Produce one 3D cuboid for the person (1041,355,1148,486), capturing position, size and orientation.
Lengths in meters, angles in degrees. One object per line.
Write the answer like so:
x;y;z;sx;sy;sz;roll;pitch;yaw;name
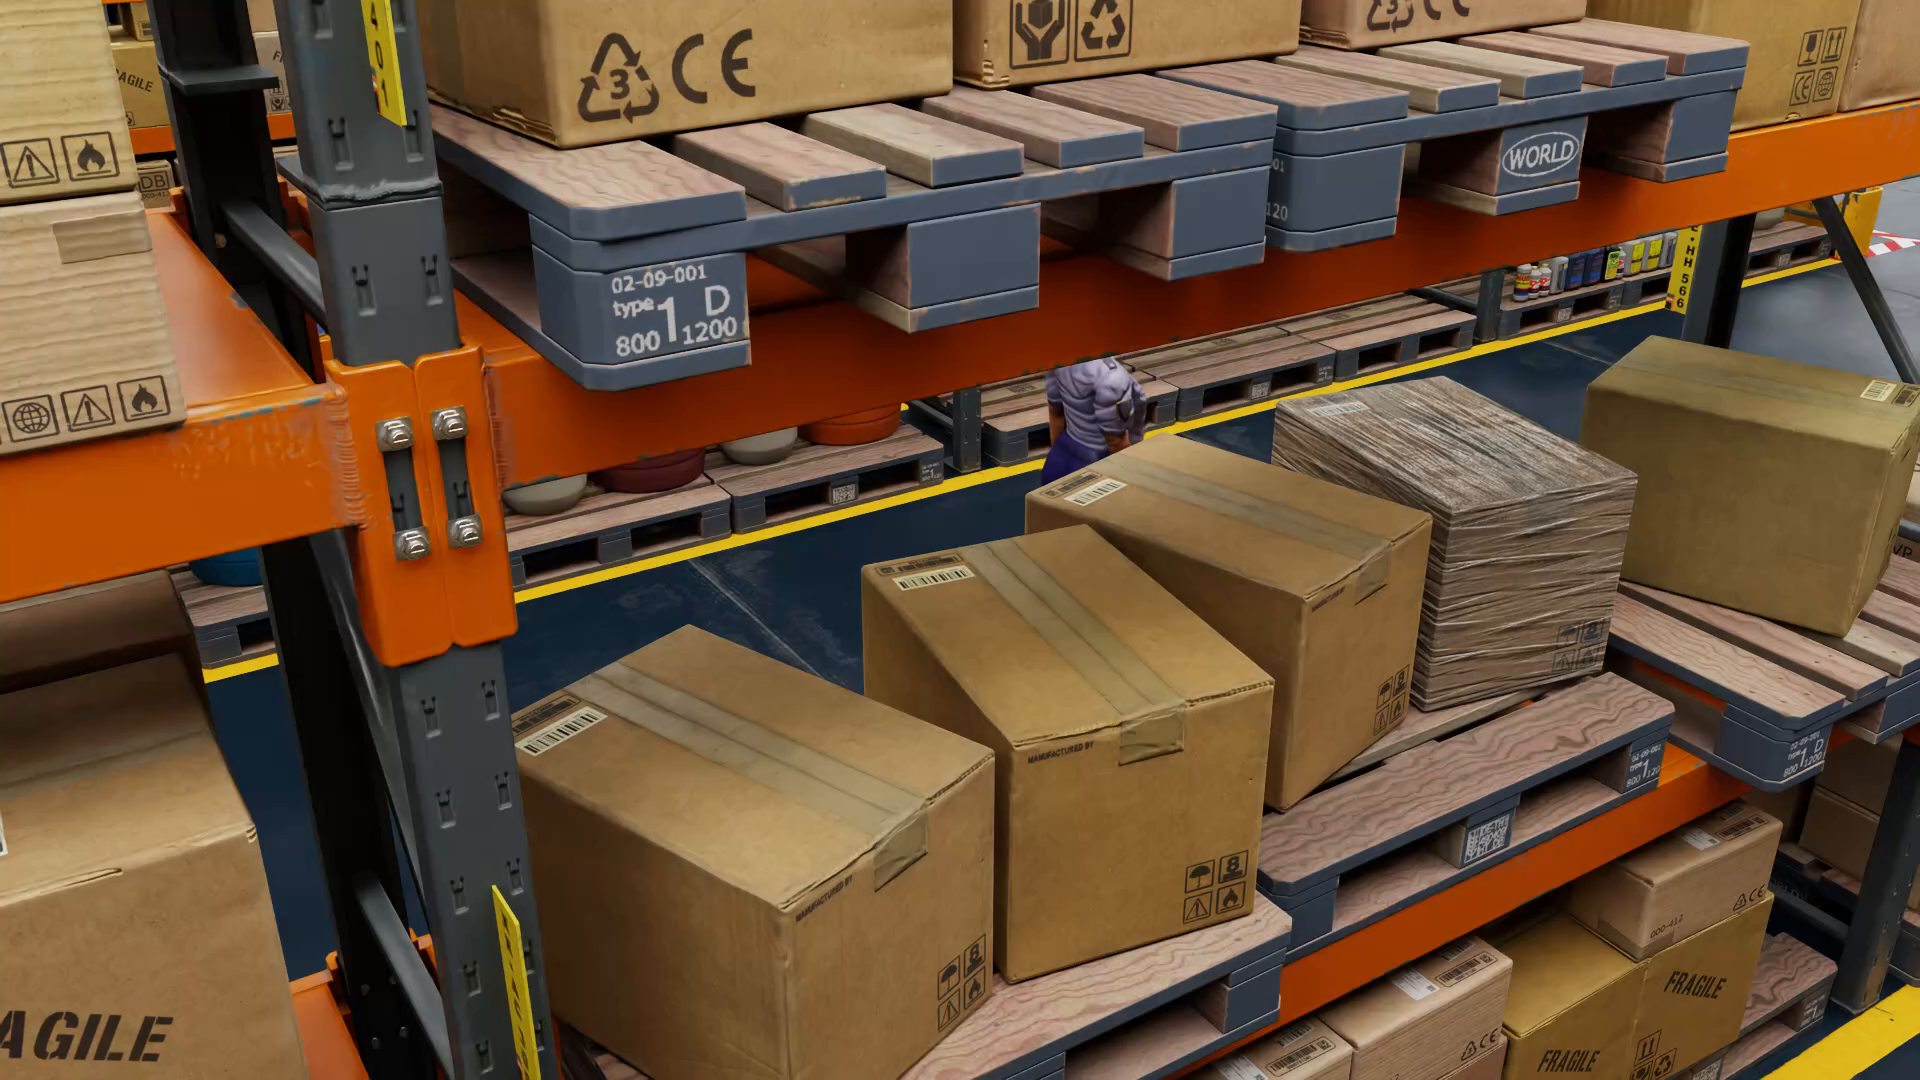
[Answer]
0.525;-0.216;6.591;0.344;1.660;0.472;-15;29;-28;person
